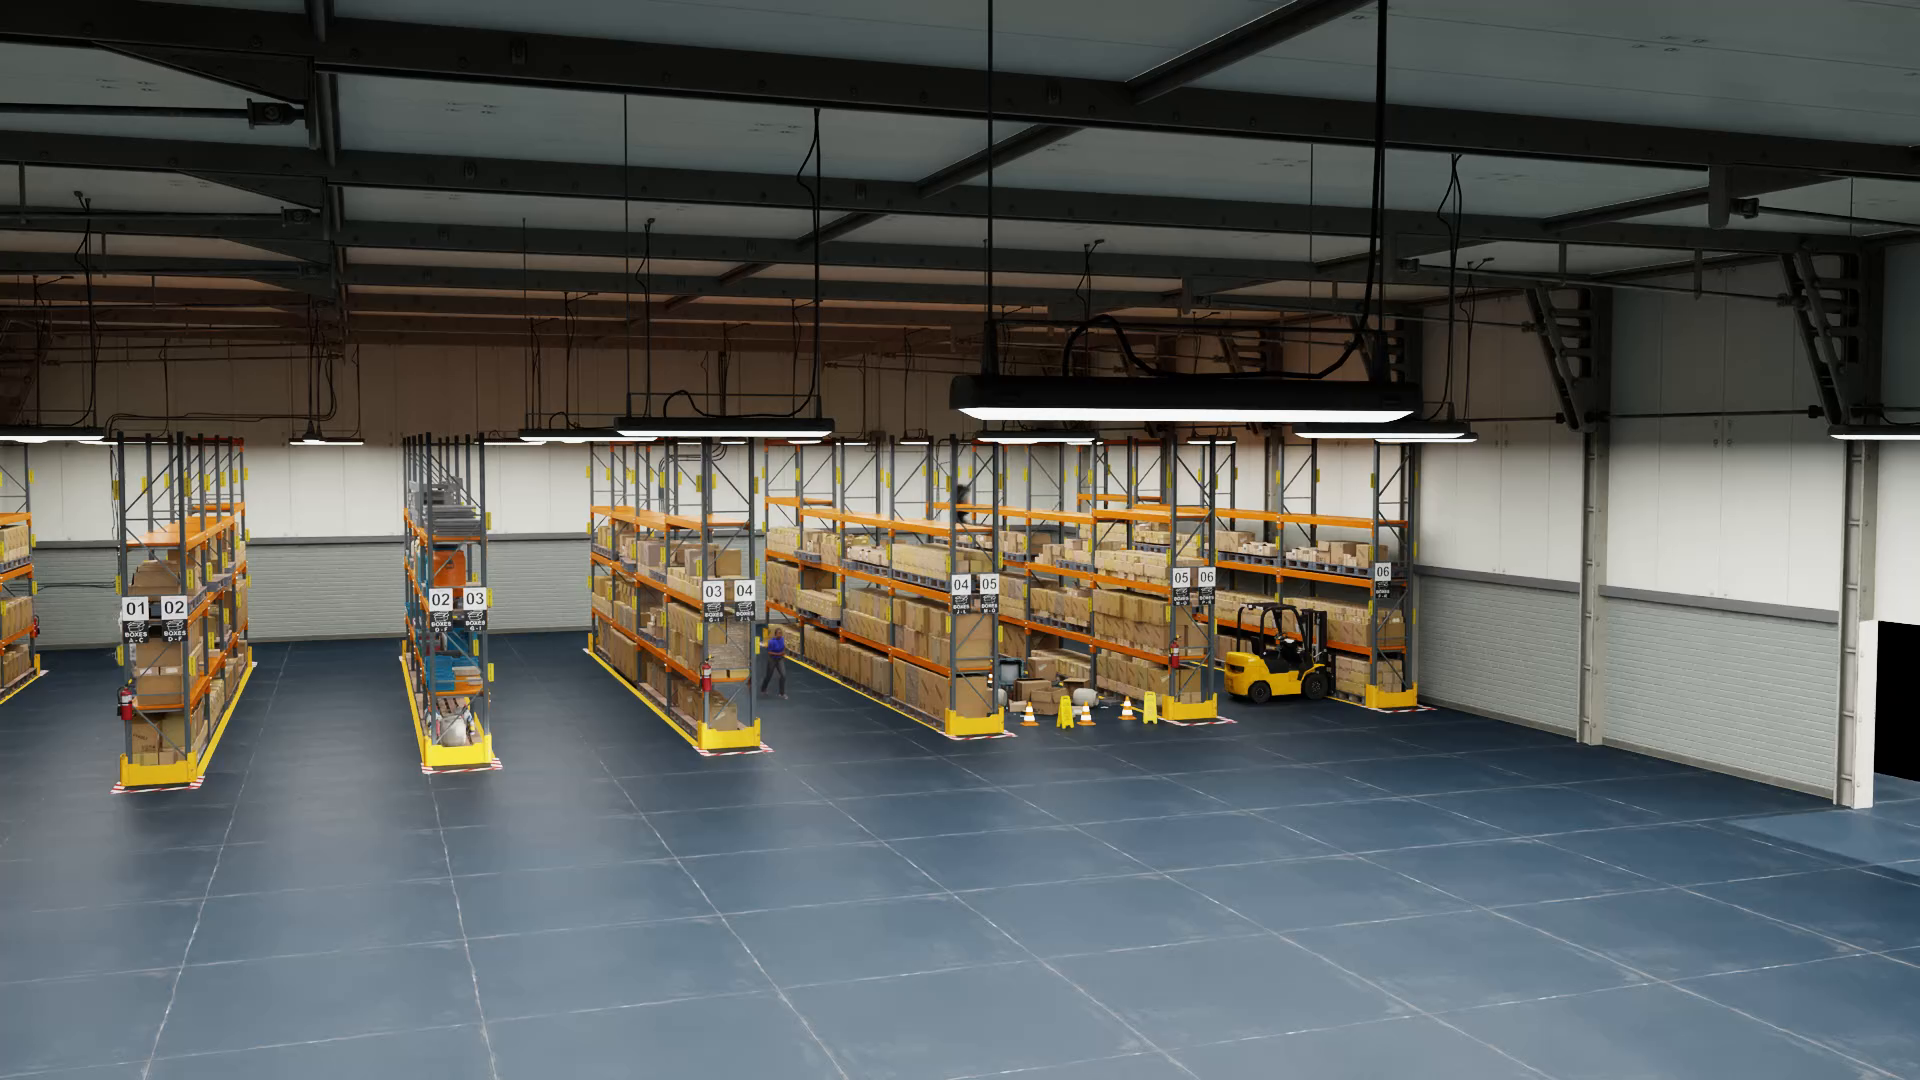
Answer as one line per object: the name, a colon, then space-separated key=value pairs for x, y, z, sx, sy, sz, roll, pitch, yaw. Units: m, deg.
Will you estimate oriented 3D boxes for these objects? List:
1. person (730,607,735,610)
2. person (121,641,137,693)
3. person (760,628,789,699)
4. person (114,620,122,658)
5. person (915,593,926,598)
person: x=-6.656 y=2.156 z=48.693 sx=0.595 sy=1.715 sz=0.706 roll=-1 pitch=3 yaw=-21
person: x=-18.796 y=2.729 z=38.040 sx=0.711 sy=1.767 sz=1.008 roll=-1 pitch=3 yaw=-25
person: x=-4.233 y=2.813 z=38.046 sx=0.578 sy=1.618 sz=0.953 roll=-3 pitch=4 yaw=-39
person: x=-21.853 y=2.440 z=43.817 sx=0.872 sy=1.673 sz=0.613 roll=-1 pitch=3 yaw=-14
person: x=-1.091 y=2.010 z=51.595 sx=0.766 sy=1.535 sz=0.556 roll=-3 pitch=4 yaw=-44
